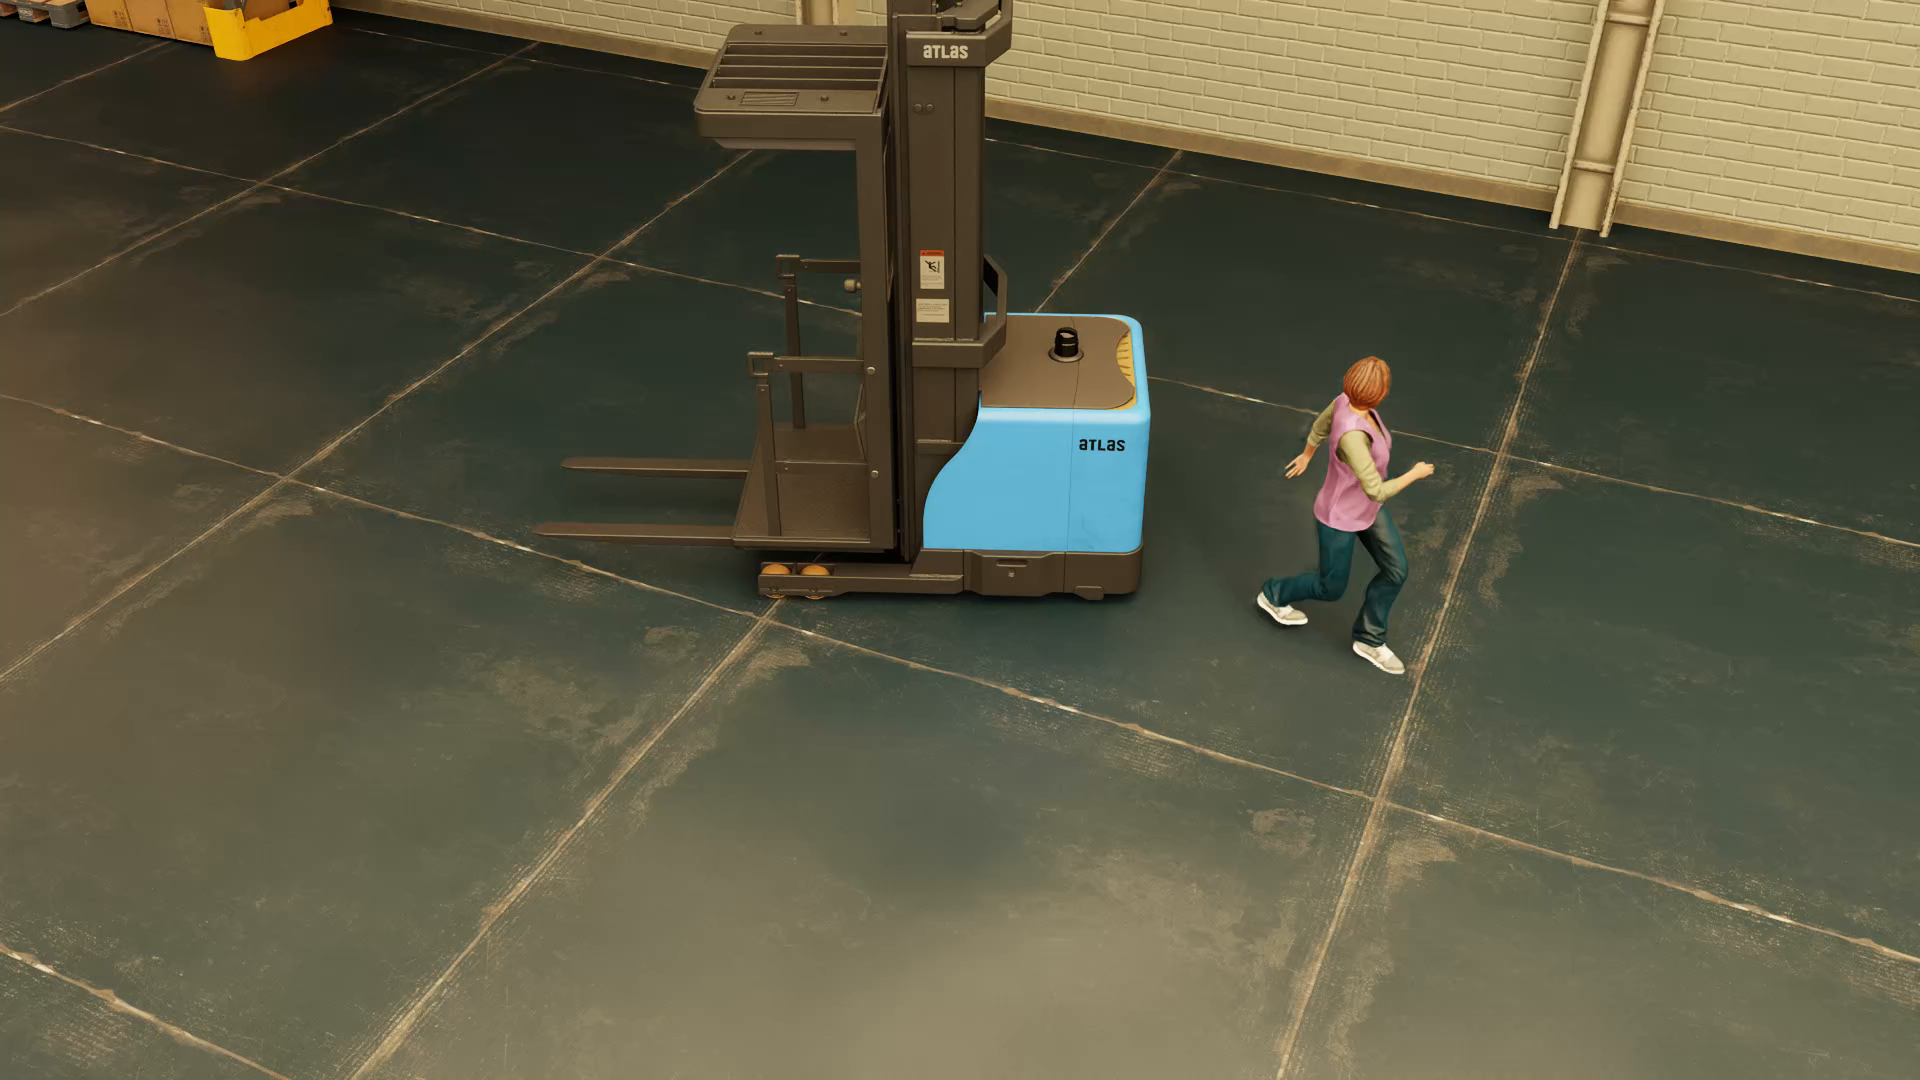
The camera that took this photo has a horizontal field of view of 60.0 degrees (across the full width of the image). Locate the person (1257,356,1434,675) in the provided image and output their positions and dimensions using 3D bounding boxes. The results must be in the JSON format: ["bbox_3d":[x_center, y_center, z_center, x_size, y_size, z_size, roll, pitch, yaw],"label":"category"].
[{"bbox_3d":[1.773,-0.143,7.535,0.796,1.514,0.439,22,41,28],"label":"person"}]

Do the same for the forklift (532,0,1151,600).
[{"bbox_3d":[-0.608,-1.208,7.780,3.031,2.935,1.130,1,36,2],"label":"forklift"}]
